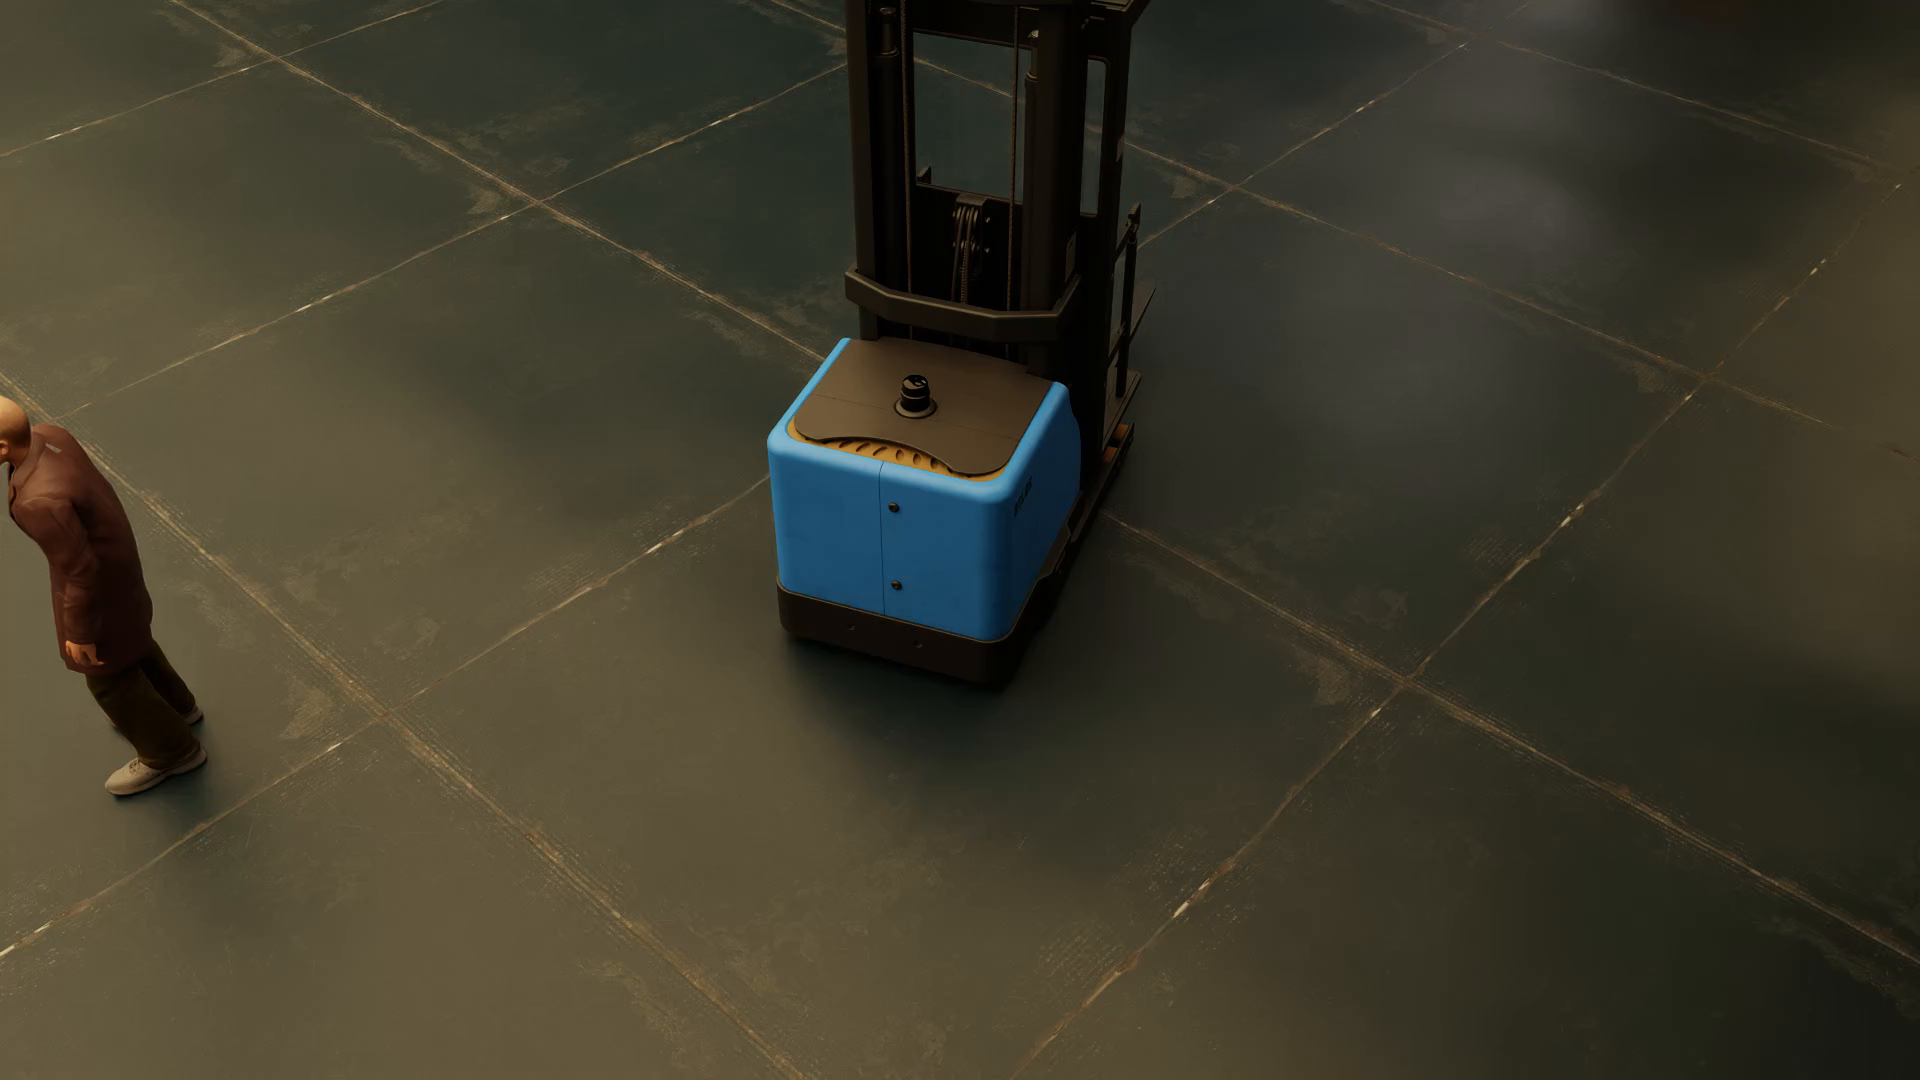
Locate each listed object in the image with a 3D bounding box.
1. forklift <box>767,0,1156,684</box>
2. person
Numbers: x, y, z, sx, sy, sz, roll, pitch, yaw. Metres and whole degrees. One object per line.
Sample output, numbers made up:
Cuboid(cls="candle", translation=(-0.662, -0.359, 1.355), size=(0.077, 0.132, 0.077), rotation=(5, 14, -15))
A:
Cuboid(cls="forklift", translation=(0.211, -1.484, 7.158), size=(1.130, 2.935, 3.031), rotation=(14, 42, 15))
Cuboid(cls="person", translation=(-3.196, 0.185, 6.101), size=(0.424, 1.774, 0.656), rotation=(-15, 43, -17))
